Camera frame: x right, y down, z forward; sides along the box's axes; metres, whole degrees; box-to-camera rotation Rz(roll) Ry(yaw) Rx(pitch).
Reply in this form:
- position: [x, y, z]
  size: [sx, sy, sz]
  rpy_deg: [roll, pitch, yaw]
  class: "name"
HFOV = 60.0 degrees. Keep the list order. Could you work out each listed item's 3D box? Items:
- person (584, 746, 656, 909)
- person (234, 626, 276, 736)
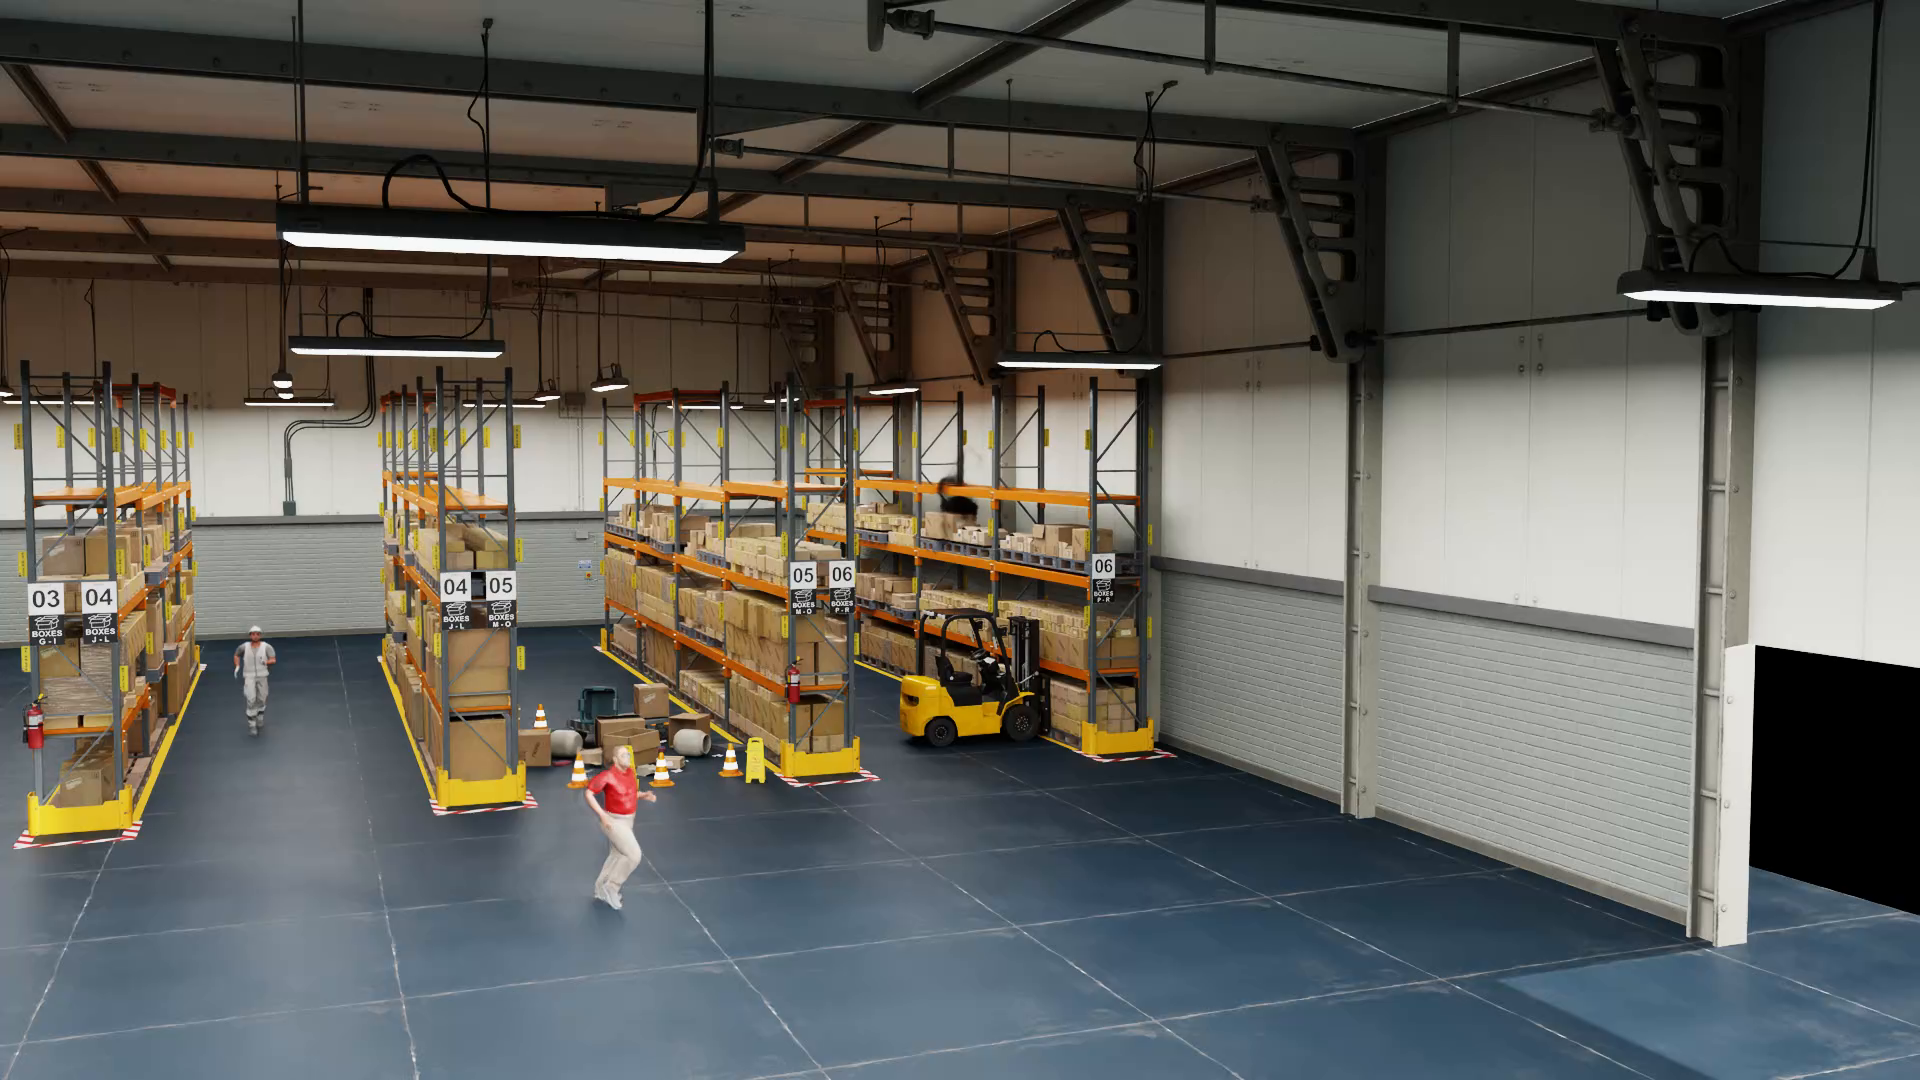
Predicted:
- position: [-3.630, 3.086, 17.910]
  size: [0.709, 1.755, 0.631]
  rpy_deg: [1, 4, 15]
  class: "person"
- position: [-12.040, 2.376, 28.421]
  size: [0.656, 1.820, 0.850]
  rpy_deg: [-2, 4, -28]
  class: "person"
